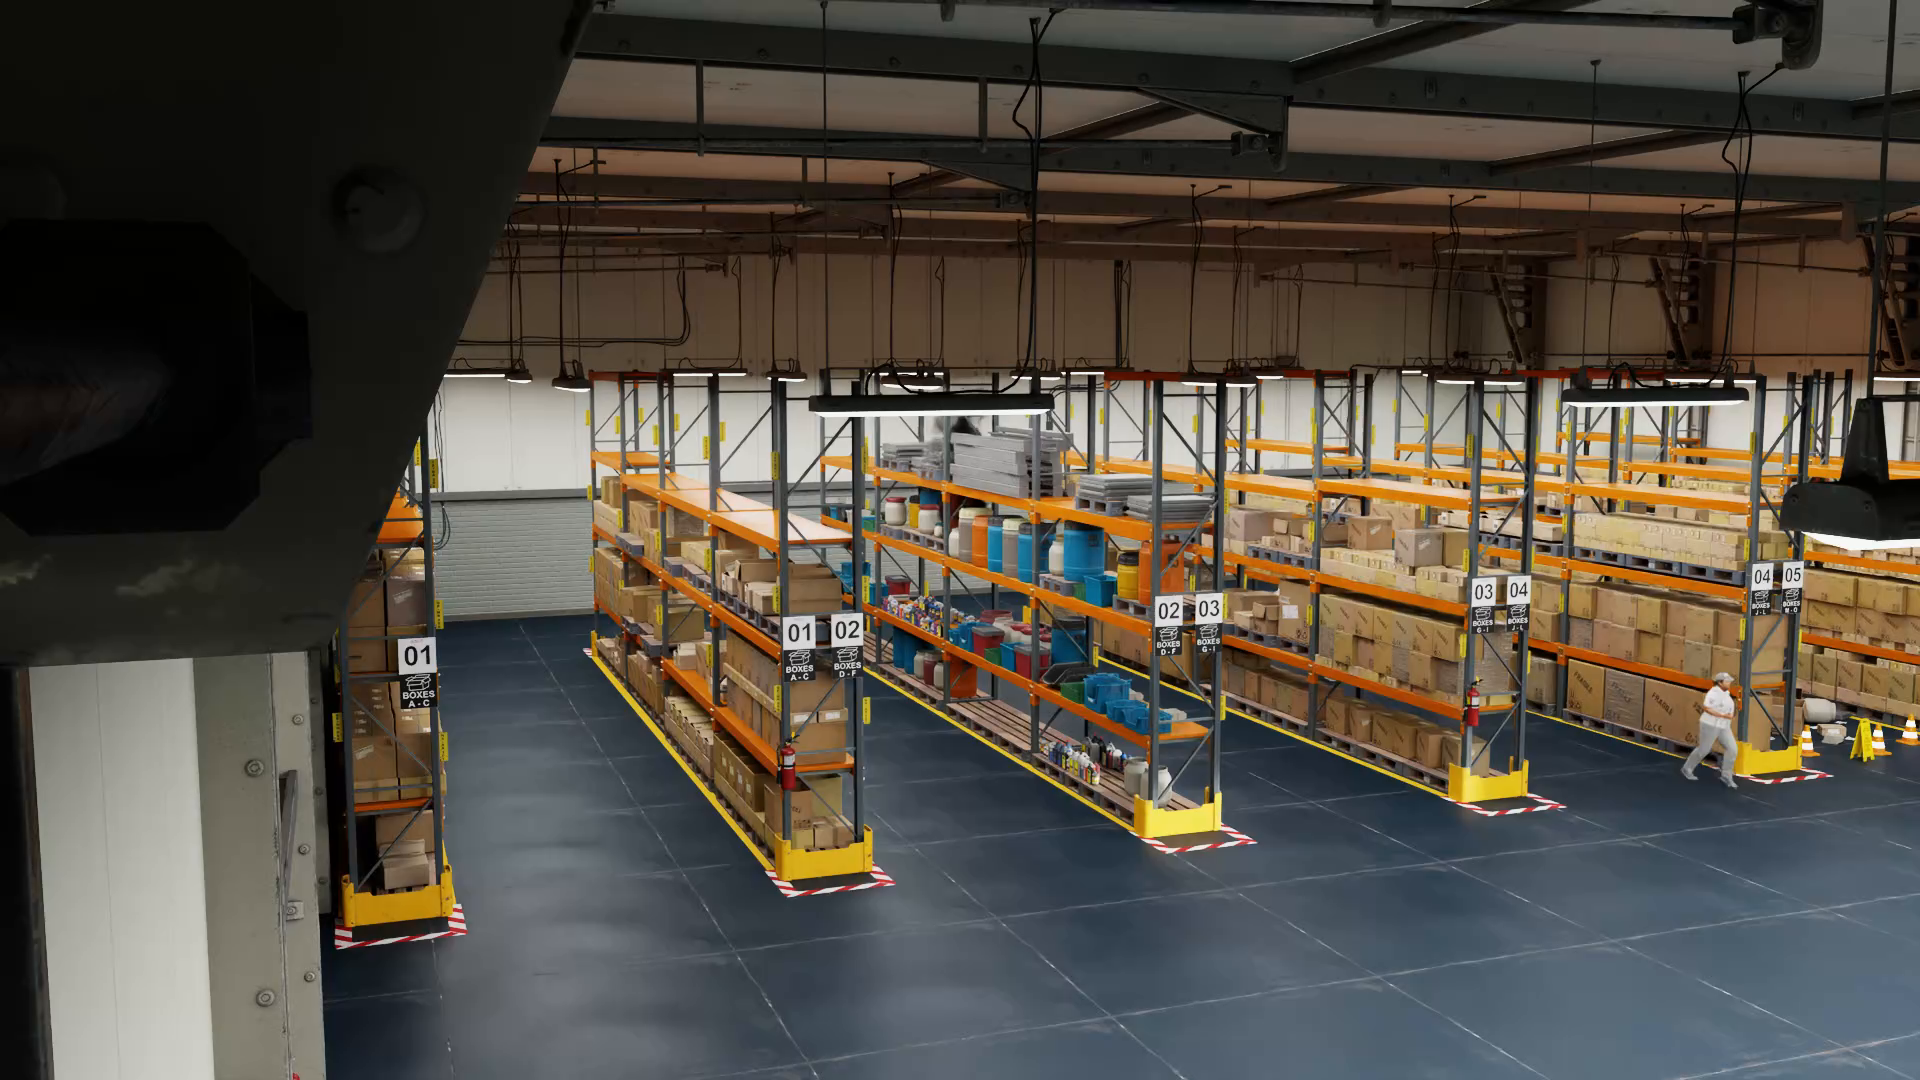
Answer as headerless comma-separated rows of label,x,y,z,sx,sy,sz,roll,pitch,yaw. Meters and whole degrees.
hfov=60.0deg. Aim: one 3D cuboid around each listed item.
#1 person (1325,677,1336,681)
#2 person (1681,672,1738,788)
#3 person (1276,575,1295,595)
person,7.132,1.953,32.408,0.537,1.561,0.590,-5,8,-35
person,11.141,2.788,24.545,0.637,1.719,0.762,-4,8,-34
person,6.933,1.590,34.903,0.720,1.733,0.635,-2,7,-21
